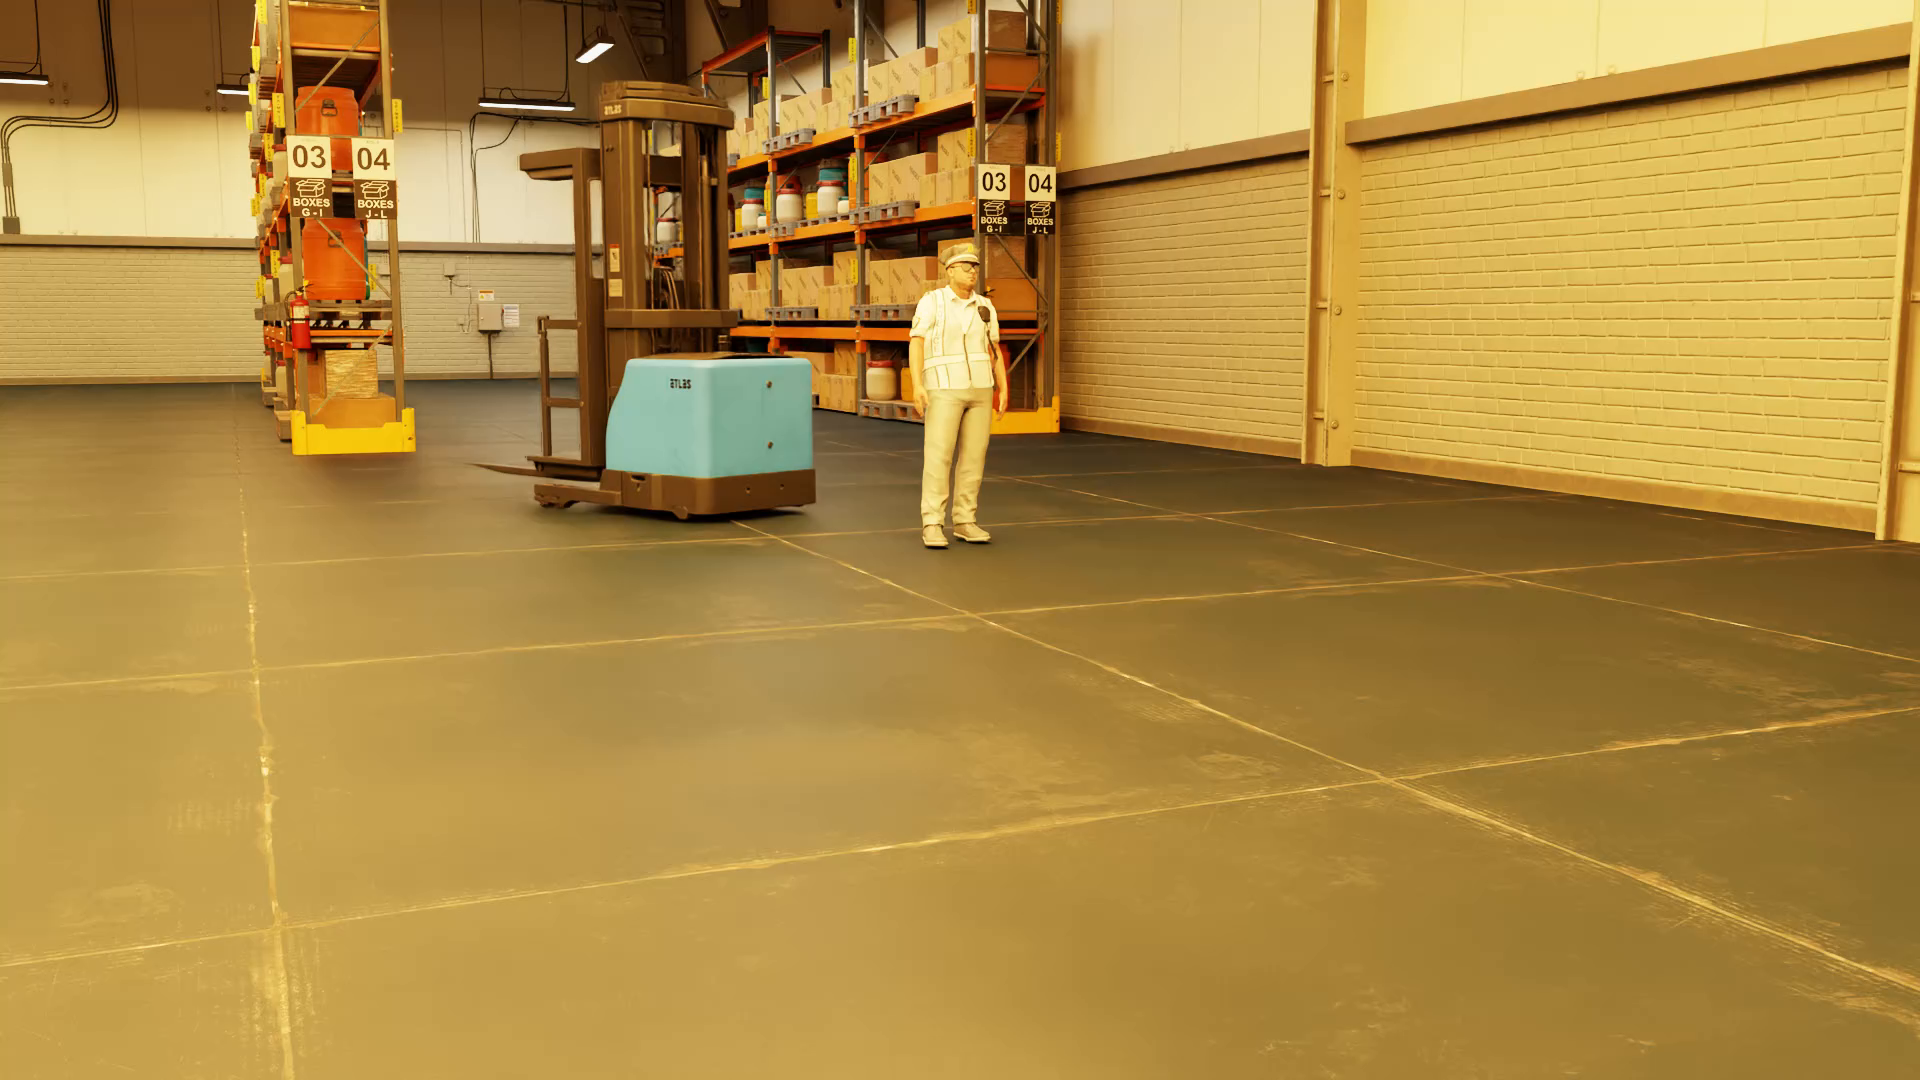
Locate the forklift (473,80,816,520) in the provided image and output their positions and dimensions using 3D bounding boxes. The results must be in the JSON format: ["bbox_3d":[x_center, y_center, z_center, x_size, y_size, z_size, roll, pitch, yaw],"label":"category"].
[{"bbox_3d":[-2.438,-1.723,12.010,3.031,2.935,1.130,7,10,41],"label":"forklift"}]

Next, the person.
[{"bbox_3d":[0.021,-0.880,9.961,0.641,1.779,0.574,-3,8,-23],"label":"person"}]
